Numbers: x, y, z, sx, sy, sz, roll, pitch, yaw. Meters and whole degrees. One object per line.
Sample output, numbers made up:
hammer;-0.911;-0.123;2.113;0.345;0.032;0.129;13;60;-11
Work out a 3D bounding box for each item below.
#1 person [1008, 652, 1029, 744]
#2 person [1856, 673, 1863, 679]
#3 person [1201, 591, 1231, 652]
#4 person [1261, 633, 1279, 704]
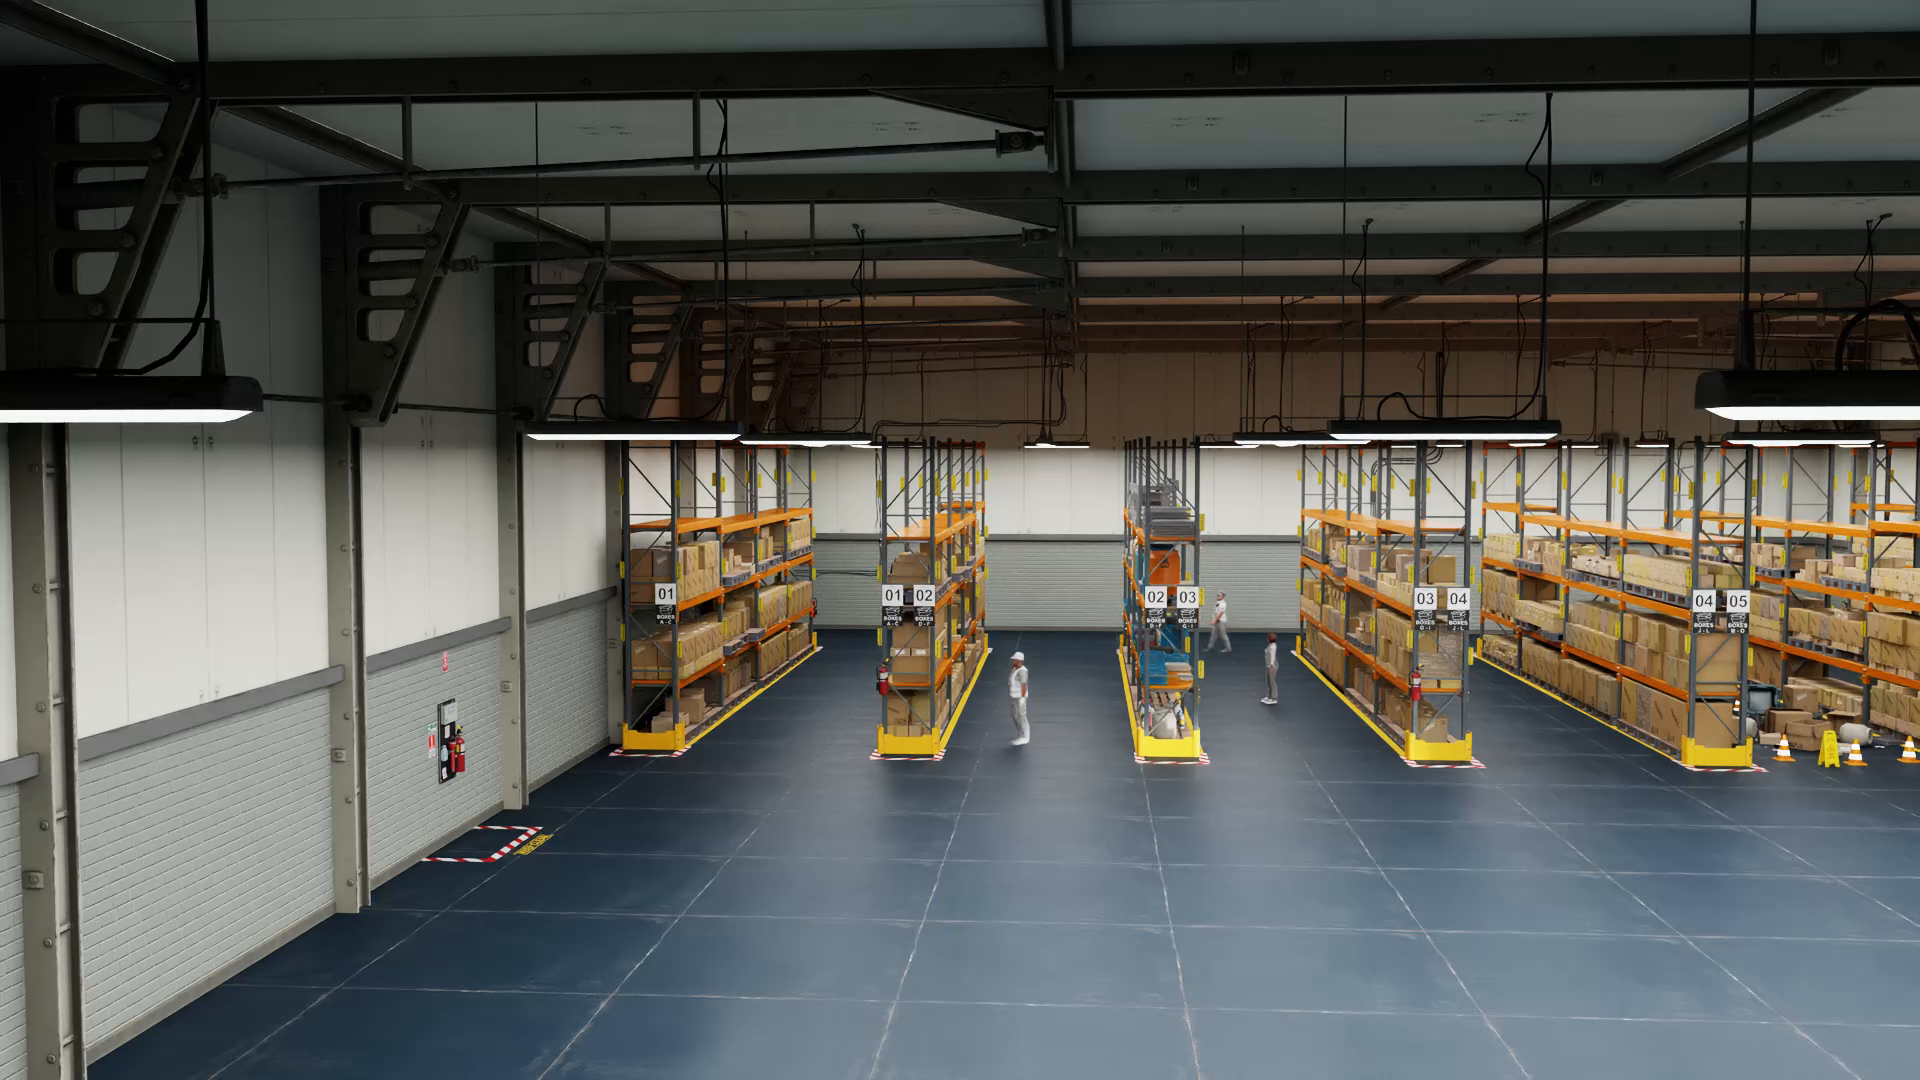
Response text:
person;1.143;3.094;32.476;0.373;1.819;0.671;-1;3;-17
person;22.487;2.625;41.432;0.640;1.806;0.609;-1;3;-16
person;7.263;2.310;47.179;0.871;1.752;0.602;1;3;14
person;7.041;2.904;37.692;0.361;1.581;0.478;0;3;-2
